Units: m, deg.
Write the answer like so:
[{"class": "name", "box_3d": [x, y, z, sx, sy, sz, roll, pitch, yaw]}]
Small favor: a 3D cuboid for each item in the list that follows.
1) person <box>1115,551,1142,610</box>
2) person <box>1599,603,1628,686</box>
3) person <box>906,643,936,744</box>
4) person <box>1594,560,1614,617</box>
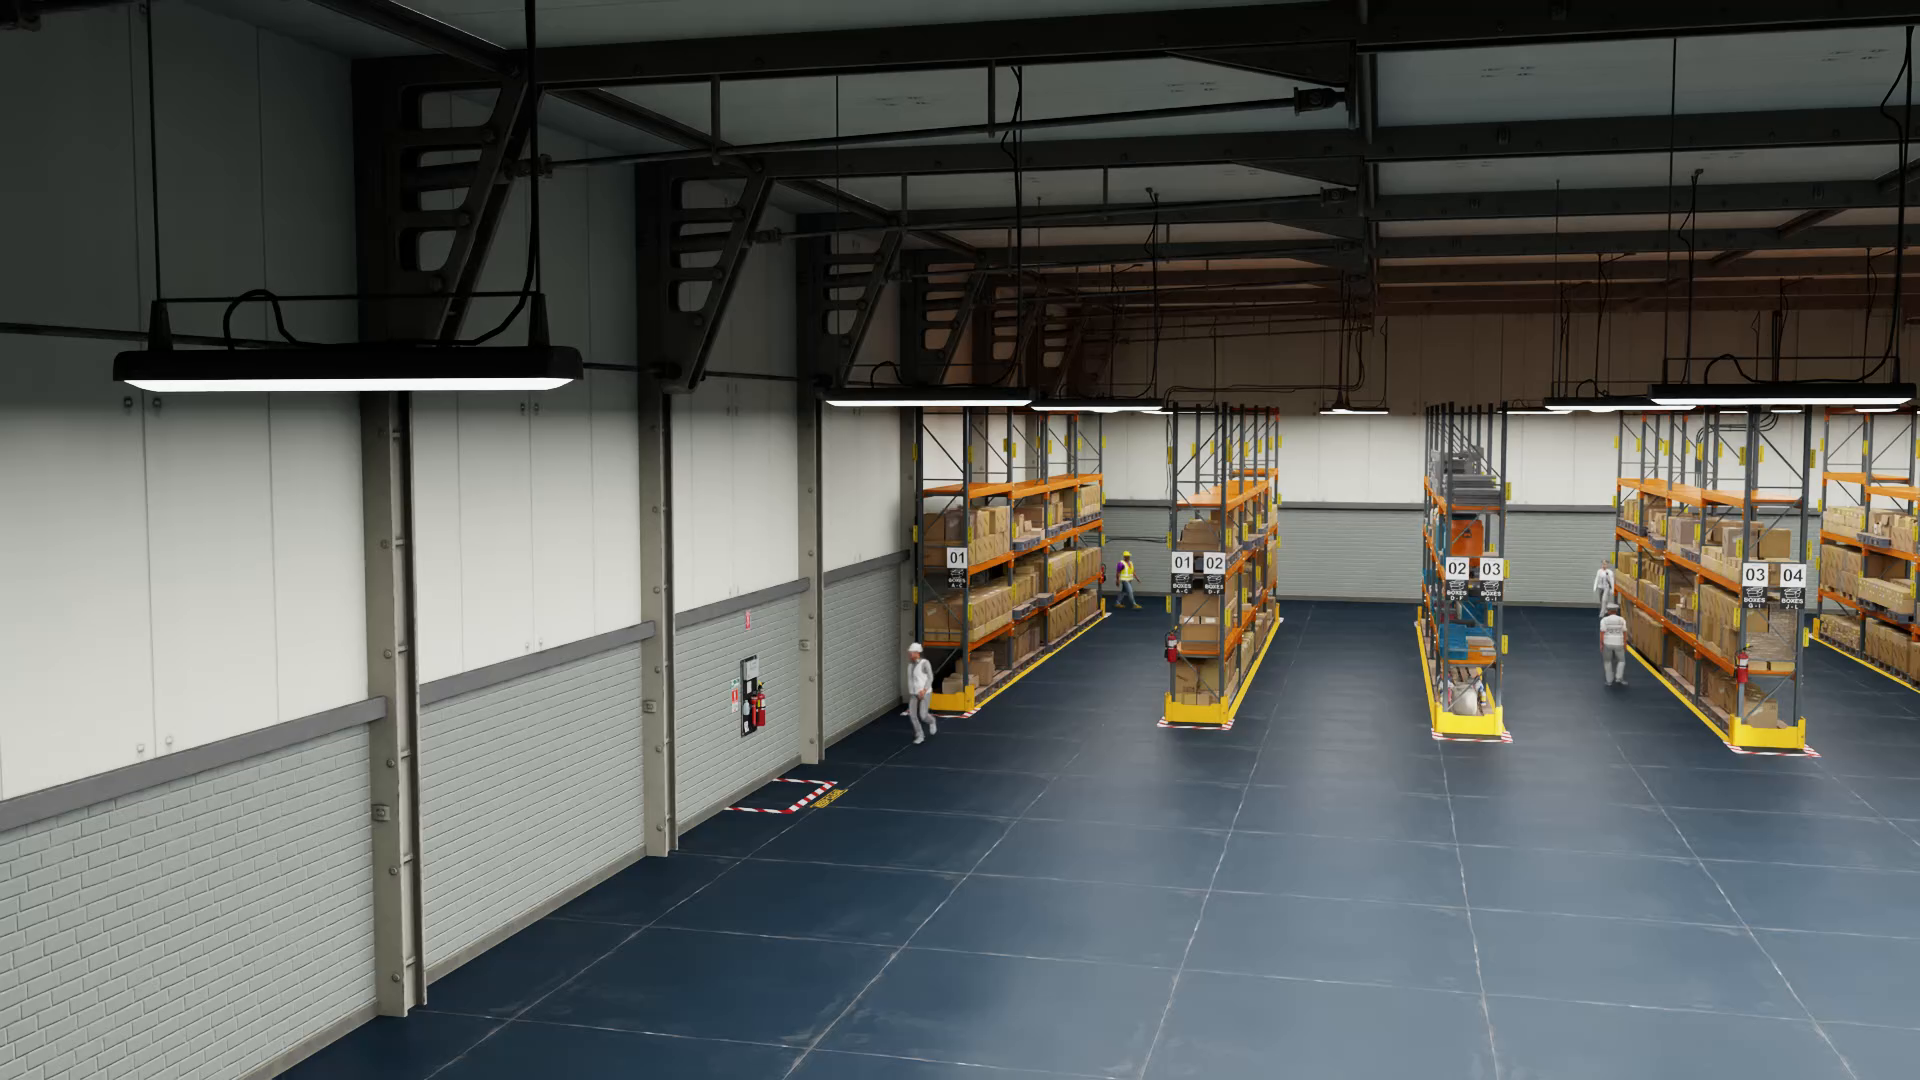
[{"class": "person", "box_3d": [5.049, 1.193, 49.459, 1.035, 1.710, 0.544, 3, 5, 36]}, {"class": "person", "box_3d": [13.912, 2.237, 35.389, 0.579, 1.755, 0.565, 1, 4, 13]}, {"class": "person", "box_3d": [-0.685, 2.689, 29.363, 0.592, 1.749, 0.625, 3, 5, 34]}, {"class": "person", "box_3d": [18.478, 1.371, 47.658, 0.506, 1.622, 1.032, 4, 6, 41]}]
